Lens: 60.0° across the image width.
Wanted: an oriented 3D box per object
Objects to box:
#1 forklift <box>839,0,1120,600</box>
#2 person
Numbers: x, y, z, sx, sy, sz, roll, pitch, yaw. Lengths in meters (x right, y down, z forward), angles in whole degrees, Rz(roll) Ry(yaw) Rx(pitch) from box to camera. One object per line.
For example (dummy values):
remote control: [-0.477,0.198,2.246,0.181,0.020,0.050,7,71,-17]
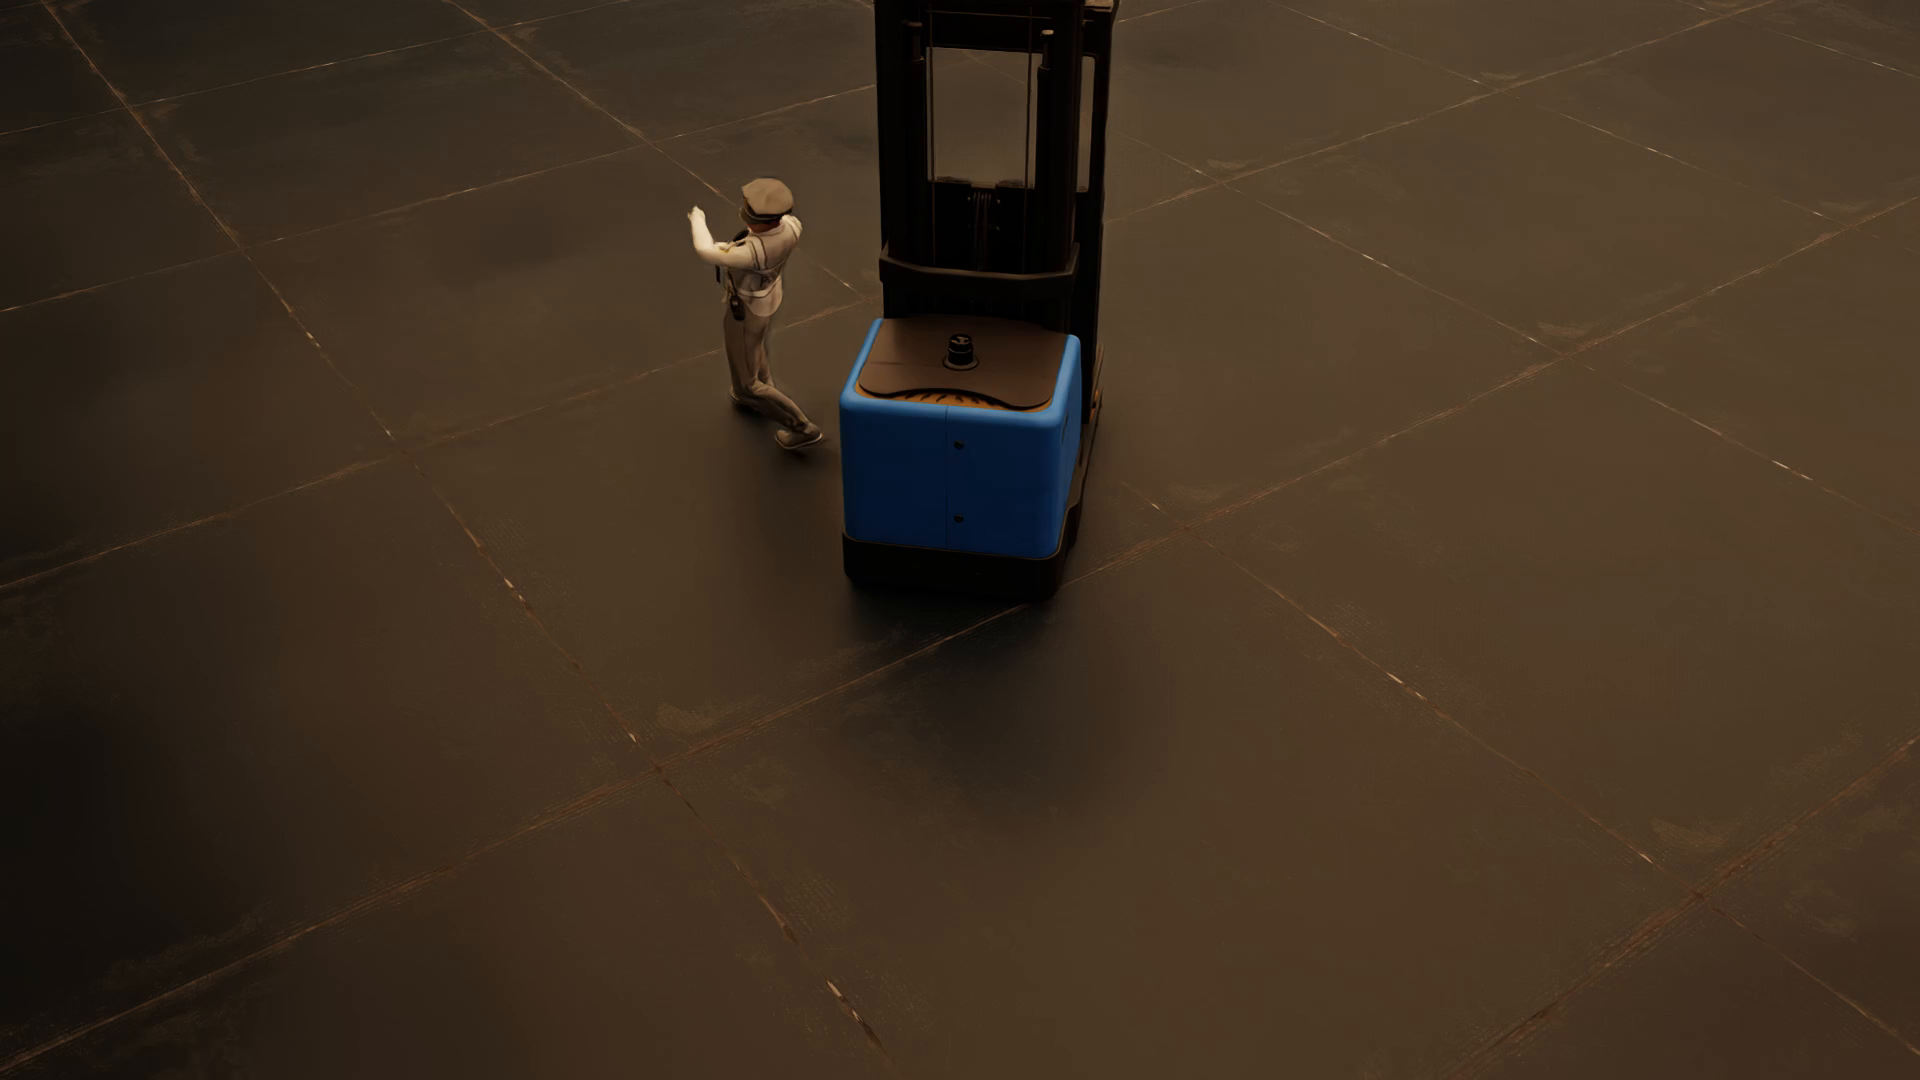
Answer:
forklift: [0.194,-1.764,8.331,1.130,2.935,3.031,6,37,8]
person: [-1.062,-1.307,8.872,0.804,1.488,0.800,8,37,10]
